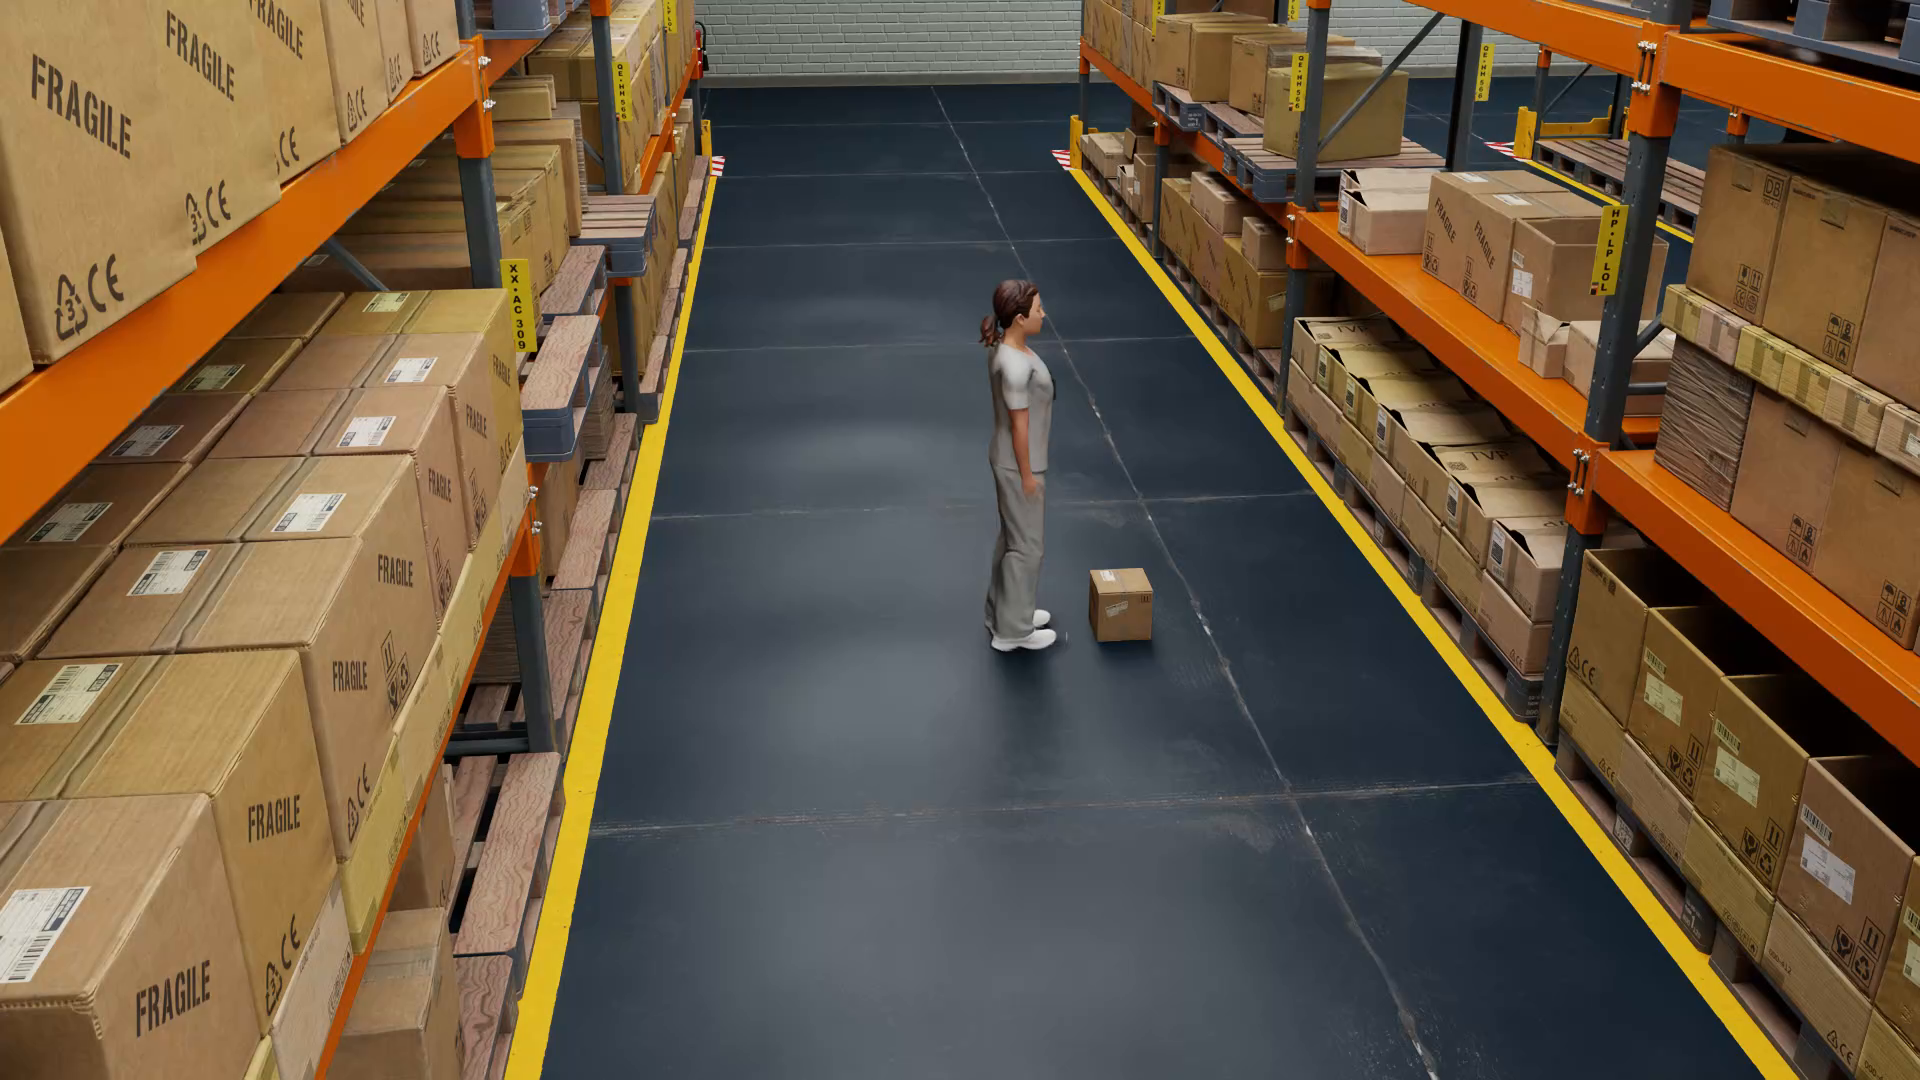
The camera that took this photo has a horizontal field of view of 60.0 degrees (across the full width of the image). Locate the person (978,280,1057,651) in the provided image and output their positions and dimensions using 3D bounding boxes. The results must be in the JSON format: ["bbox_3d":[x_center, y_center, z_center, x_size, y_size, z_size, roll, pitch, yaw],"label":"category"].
[{"bbox_3d":[0.254,-0.334,7.369,0.366,1.670,0.439,-2,24,-4],"label":"person"}]
